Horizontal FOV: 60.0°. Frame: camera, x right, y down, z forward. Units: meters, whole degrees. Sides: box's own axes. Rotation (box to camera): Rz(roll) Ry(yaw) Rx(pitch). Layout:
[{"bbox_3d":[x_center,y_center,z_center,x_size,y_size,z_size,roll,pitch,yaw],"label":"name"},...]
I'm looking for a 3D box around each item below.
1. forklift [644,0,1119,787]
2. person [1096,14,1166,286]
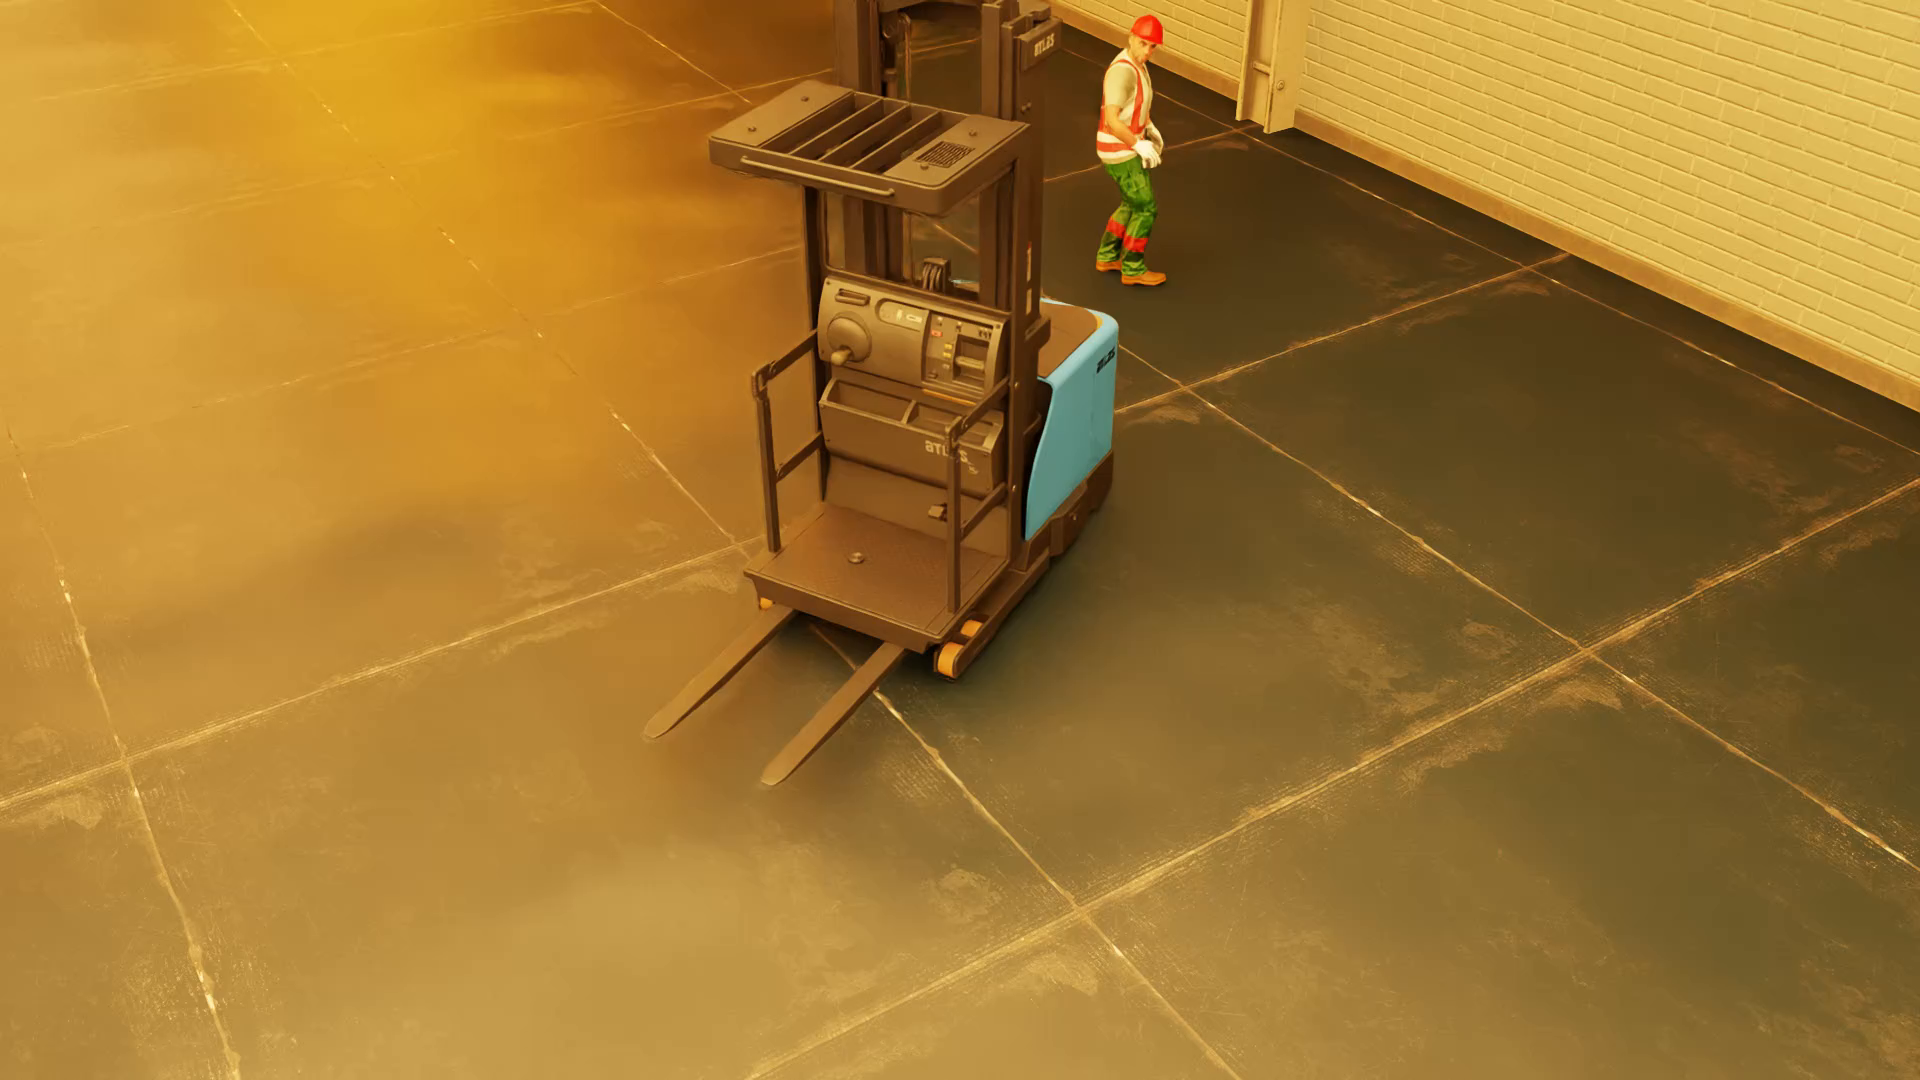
[{"bbox_3d":[-0.332,-0.855,7.364,1.130,2.935,3.031,18,39,23],"label":"forklift"},{"bbox_3d":[1.143,-2.525,10.785,0.512,1.741,0.740,4,35,6],"label":"person"}]
